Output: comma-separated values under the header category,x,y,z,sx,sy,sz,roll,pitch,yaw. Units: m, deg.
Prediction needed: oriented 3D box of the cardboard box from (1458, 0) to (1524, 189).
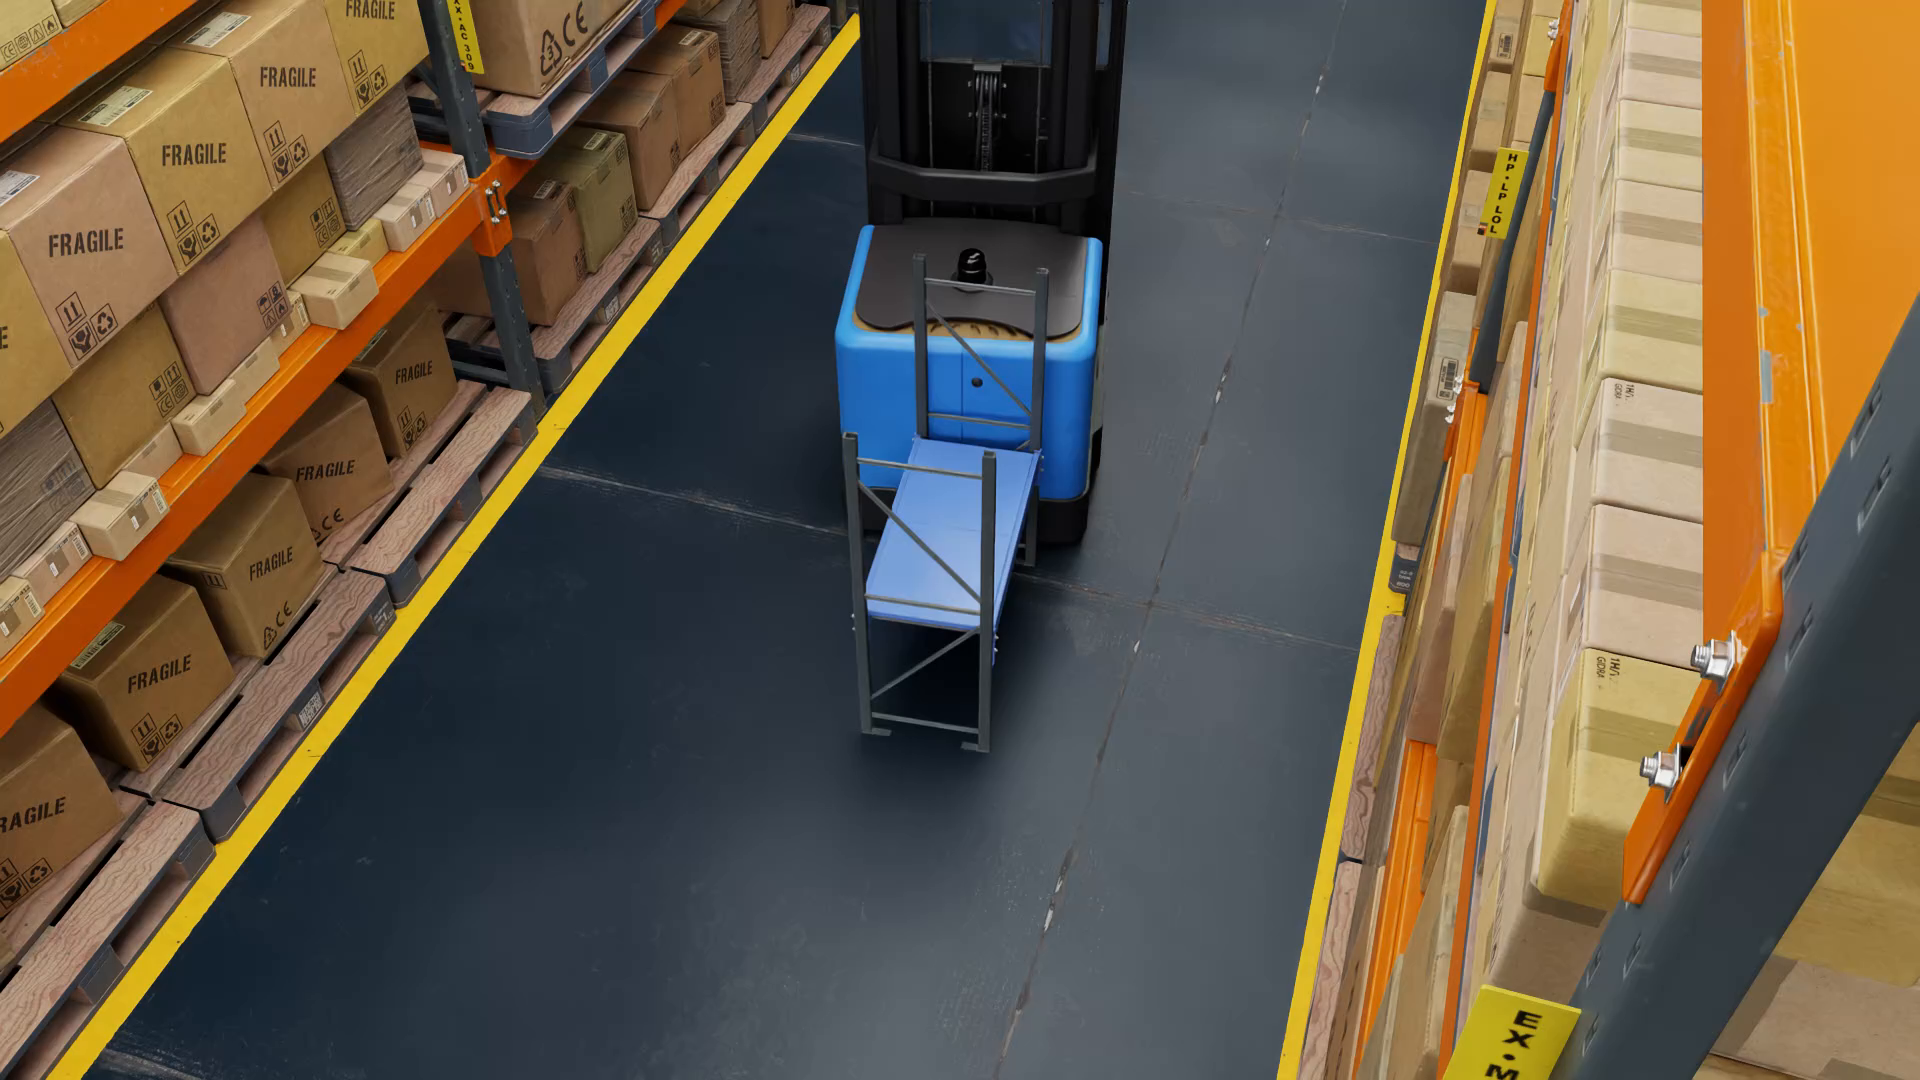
category,x,y,z,sx,sy,sz,roll,pitch,yaw
cardboard box,3.218,-2.249,8.611,1.050,0.750,0.750,12,46,12

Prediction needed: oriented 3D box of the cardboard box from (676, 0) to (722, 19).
category,x,y,z,sx,sy,sz,roll,pitch,yaw
cardboard box,-1.533,-3.131,9.140,0.500,0.250,0.500,17,47,17

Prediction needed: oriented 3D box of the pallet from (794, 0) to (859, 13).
category,x,y,z,sx,sy,sz,roll,pitch,yaw
pallet,-0.897,-3.921,11.005,1.003,0.211,1.213,13,46,13

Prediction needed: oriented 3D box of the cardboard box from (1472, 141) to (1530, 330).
category,x,y,z,sx,sy,sz,roll,pitch,yaw
cardboard box,2.181,-1.064,6.020,0.500,0.500,0.500,12,46,12

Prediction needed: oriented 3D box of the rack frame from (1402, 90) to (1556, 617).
category,x,y,z,sx,sy,sz,roll,pitch,yaw
rack frame,2.277,-0.624,5.642,1.000,3.000,0.127,13,46,13

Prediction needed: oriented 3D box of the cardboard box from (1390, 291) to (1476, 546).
category,x,y,z,sx,sy,sz,roll,pitch,yaw
cardboard box,2.380,-0.403,6.724,1.050,0.750,0.750,12,46,12

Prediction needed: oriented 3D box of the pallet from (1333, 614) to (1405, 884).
category,x,y,z,sx,sy,sz,roll,pitch,yaw
pallet,1.972,0.863,6.116,1.003,0.211,1.213,13,46,13

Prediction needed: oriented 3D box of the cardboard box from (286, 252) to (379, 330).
category,x,y,z,sx,sy,sz,roll,pitch,yaw
cardboard box,-2.391,-0.937,6.142,0.380,0.149,0.250,13,46,13

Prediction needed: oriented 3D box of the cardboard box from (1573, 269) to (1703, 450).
category,x,y,z,sx,sy,sz,roll,pitch,yaw
cardboard box,1.076,-0.217,2.319,0.380,0.149,0.250,13,46,13

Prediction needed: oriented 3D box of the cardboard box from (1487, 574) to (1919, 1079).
category,x,y,z,sx,sy,sz,roll,pitch,yaw
cardboard box,0.948,0.347,2.028,0.500,0.250,0.500,13,46,13

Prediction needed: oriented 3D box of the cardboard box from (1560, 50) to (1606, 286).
category,x,y,z,sx,sy,sz,roll,pitch,yaw
cardboard box,1.406,-0.657,3.054,0.500,0.250,0.500,13,46,13

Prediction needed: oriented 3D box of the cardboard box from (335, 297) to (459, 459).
category,x,y,z,sx,sy,sz,roll,pitch,yaw
cardboard box,-2.578,-0.740,7.248,0.500,0.500,0.500,11,45,11

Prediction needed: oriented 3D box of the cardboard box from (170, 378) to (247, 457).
category,x,y,z,sx,sy,sz,roll,pitch,yaw
cardboard box,-2.672,-0.449,5.643,0.380,0.149,0.250,13,46,13

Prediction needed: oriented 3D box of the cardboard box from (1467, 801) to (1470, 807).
category,x,y,z,sx,sy,sz,roll,pitch,yaw
cardboard box,1.570,1.014,3.861,0.875,0.550,0.550,13,46,13

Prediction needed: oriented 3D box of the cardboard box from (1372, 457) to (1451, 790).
category,x,y,z,sx,sy,sz,roll,pitch,yaw
cardboard box,2.020,0.390,5.825,0.875,0.875,0.875,13,46,13

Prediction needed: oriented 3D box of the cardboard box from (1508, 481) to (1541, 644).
category,x,y,z,sx,sy,sz,roll,pitch,yaw
cardboard box,1.075,0.074,2.592,0.380,0.149,0.250,13,46,13

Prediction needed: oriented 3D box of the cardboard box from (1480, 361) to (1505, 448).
category,x,y,z,sx,sy,sz,roll,pitch,yaw
cardboard box,2.177,-0.429,5.335,0.875,0.550,0.550,13,46,13

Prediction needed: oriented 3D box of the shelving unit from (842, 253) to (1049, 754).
category,x,y,z,sx,sy,sz,roll,pitch,yaw
shelving unit,-0.028,-0.118,6.197,0.538,1.500,1.048,8,45,8

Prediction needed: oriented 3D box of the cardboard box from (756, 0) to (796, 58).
category,x,y,z,sx,sy,sz,roll,pitch,yaw
cardboard box,-1.392,-3.221,9.768,0.700,0.500,0.500,10,45,10

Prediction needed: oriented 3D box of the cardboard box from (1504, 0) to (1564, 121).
category,x,y,z,sx,sy,sz,roll,pitch,yaw
cardboard box,2.638,-2.076,7.055,0.500,0.500,0.500,12,46,12

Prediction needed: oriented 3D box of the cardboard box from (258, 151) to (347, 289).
category,x,y,z,sx,sy,sz,roll,pitch,yaw
cardboard box,-2.799,-1.271,6.019,0.875,0.500,0.500,13,46,13

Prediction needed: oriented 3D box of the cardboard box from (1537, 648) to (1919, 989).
category,x,y,z,sx,sy,sz,roll,pitch,yaw
cardboard box,0.845,0.293,1.798,0.380,0.149,0.250,13,46,13

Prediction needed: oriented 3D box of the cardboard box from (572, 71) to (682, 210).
category,x,y,z,sx,sy,sz,roll,pitch,yaw
cardboard box,-1.881,-2.097,8.620,0.700,0.500,0.500,9,45,9

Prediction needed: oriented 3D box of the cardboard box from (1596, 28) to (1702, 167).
category,x,y,z,sx,sy,sz,roll,pitch,yaw
cardboard box,1.306,-0.724,2.837,0.380,0.149,0.250,13,46,13

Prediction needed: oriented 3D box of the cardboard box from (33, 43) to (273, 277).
category,x,y,z,sx,sy,sz,roll,pitch,yaw
cardboard box,-2.596,-1.216,5.248,0.500,0.500,0.500,13,46,13

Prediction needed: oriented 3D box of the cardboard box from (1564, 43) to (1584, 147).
category,x,y,z,sx,sy,sz,roll,pitch,yaw
cardboard box,1.537,-0.943,3.631,0.380,0.149,0.250,12,46,12

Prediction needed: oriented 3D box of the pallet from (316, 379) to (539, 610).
category,x,y,z,sx,sy,sz,roll,pitch,yaw
pallet,-2.589,-0.290,7.294,1.003,0.211,1.213,13,46,13

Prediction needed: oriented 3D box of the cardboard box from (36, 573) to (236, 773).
category,x,y,z,sx,sy,sz,roll,pitch,yaw
cardboard box,-3.069,0.436,6.045,0.500,0.500,0.500,17,47,16

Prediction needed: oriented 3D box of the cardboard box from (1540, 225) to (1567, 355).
category,x,y,z,sx,sy,sz,roll,pitch,yaw
cardboard box,1.306,-0.435,3.112,0.380,0.149,0.250,13,46,13

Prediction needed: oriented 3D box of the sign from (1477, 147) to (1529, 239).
category,x,y,z,sx,sy,sz,roll,pitch,yaw
sign,1.757,-1.118,5.375,0.100,0.325,0.005,13,46,13

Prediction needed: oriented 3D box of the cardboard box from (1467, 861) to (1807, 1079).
category,x,y,z,sx,sy,sz,roll,pitch,yaw
cardboard box,0.844,0.581,2.074,0.380,0.149,0.250,12,46,12

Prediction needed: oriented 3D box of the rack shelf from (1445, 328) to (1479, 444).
category,x,y,z,sx,sy,sz,roll,pitch,yaw
rack shelf,2.883,-1.700,7.256,1.077,0.370,4.000,13,46,13

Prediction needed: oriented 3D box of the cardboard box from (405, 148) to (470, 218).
category,x,y,z,sx,sy,sz,roll,pitch,yaw
cardboard box,-2.204,-1.446,6.662,0.380,0.149,0.250,13,46,13

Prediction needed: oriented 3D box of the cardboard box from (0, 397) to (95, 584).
category,x,y,z,sx,sy,sz,roll,pitch,yaw
cardboard box,-3.208,-0.261,4.987,0.875,0.500,0.500,13,46,13

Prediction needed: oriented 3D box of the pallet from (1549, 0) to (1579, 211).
category,x,y,z,sx,sy,sz,roll,pitch,yaw
pallet,2.020,-1.121,4.069,1.003,0.211,1.213,13,46,13

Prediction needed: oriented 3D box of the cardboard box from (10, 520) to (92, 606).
category,x,y,z,sx,sy,sz,roll,pitch,yaw
cardboard box,-2.945,0.040,5.143,0.380,0.149,0.250,13,46,13

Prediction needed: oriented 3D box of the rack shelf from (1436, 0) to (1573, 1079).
category,x,y,z,sx,sy,sz,roll,pitch,yaw
rack shelf,1.672,-0.106,3.482,1.077,0.370,4.000,13,46,13

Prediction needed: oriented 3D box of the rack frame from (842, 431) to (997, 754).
category,x,y,z,sx,sy,sz,roll,pitch,yaw
rack frame,-0.131,0.230,5.841,0.500,1.500,0.032,8,45,8

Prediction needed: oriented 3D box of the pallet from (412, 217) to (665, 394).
category,x,y,z,sx,sy,sz,roll,pitch,yaw
pallet,-2.185,-1.264,8.290,1.003,0.211,1.213,13,46,13

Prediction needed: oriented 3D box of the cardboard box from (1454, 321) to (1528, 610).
category,x,y,z,sx,sy,sz,roll,pitch,yaw
cardboard box,1.782,-0.103,4.230,0.875,0.550,0.550,13,46,13

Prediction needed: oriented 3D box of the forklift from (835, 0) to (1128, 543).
category,x,y,z,sx,sy,sz,roll,pitch,yaw
forklift,0.158,-2.066,7.165,1.130,2.935,3.031,4,45,4
